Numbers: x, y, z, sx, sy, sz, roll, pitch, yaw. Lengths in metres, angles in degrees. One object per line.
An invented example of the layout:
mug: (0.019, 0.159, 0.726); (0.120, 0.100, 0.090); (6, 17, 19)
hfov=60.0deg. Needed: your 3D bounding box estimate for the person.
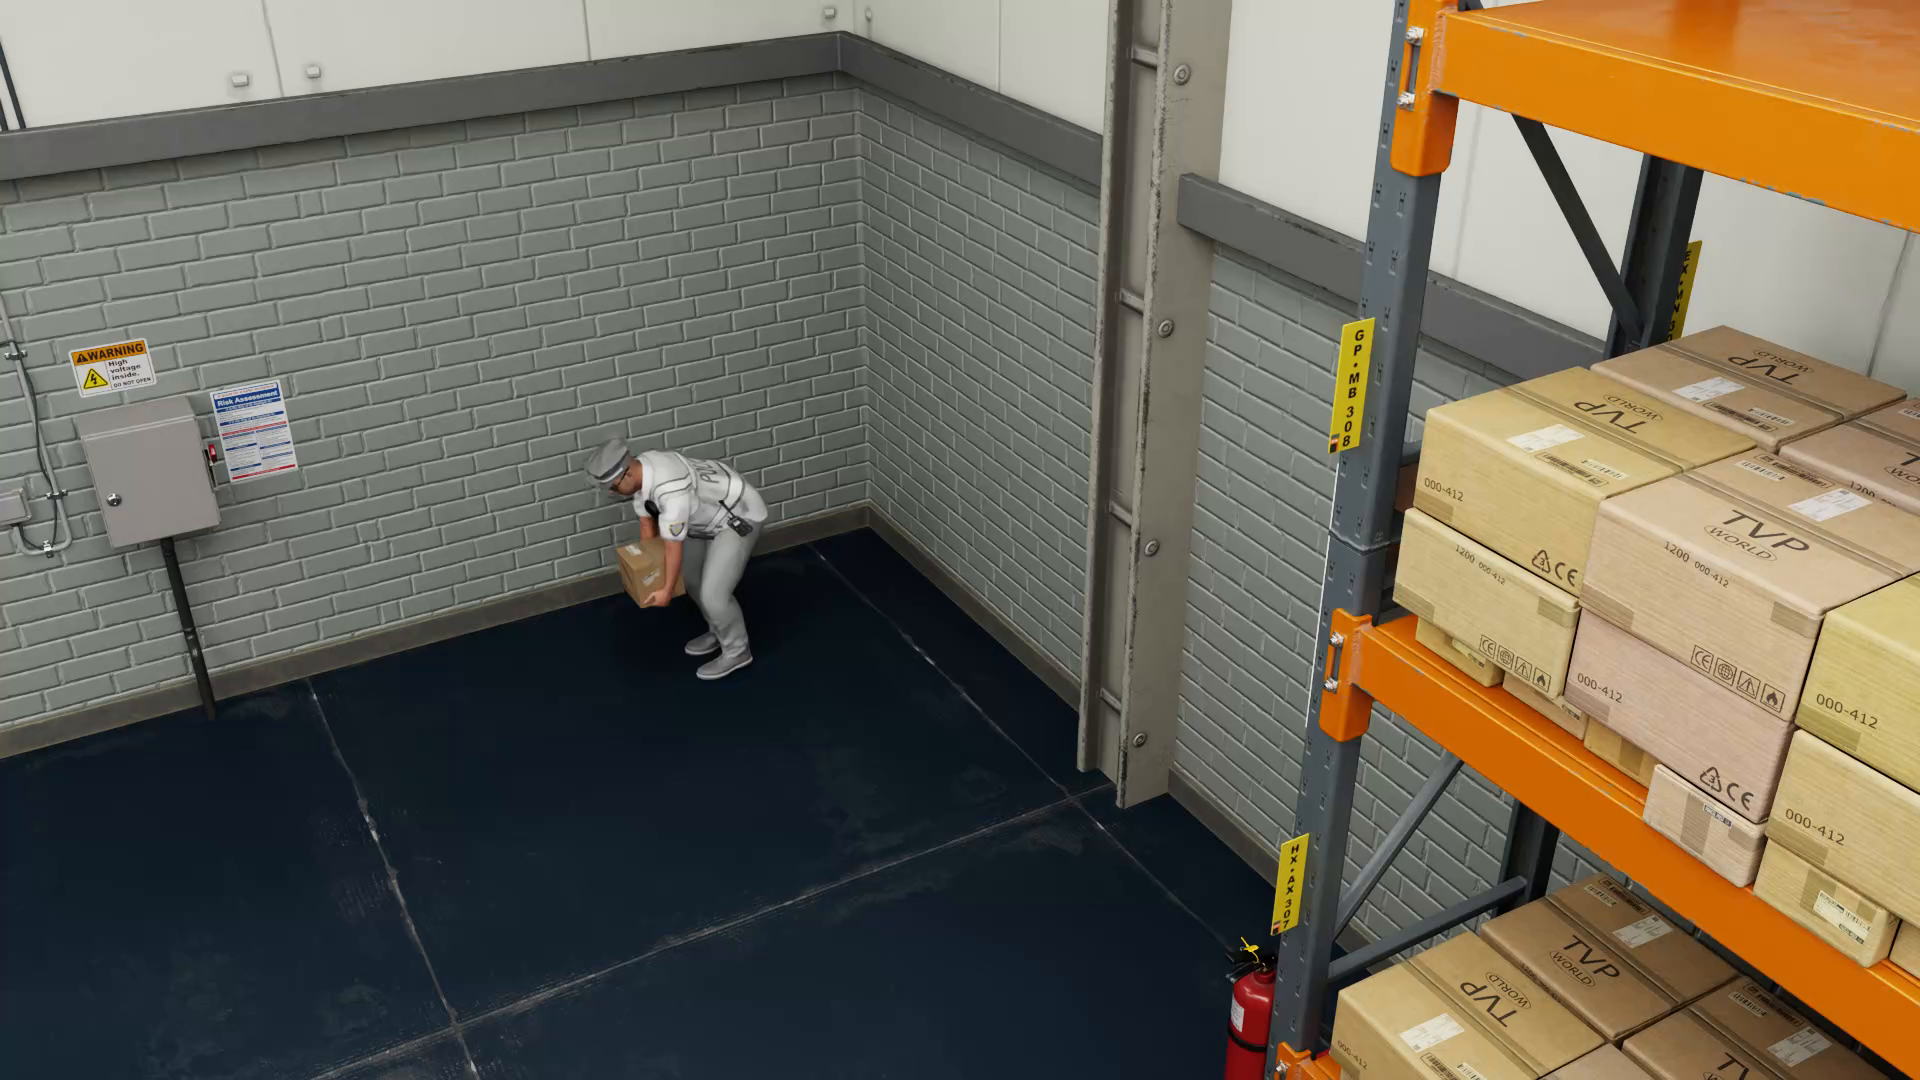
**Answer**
person: (-1.466, 0.070, 8.754); (0.931, 1.445, 0.490); (-17, 33, -28)
